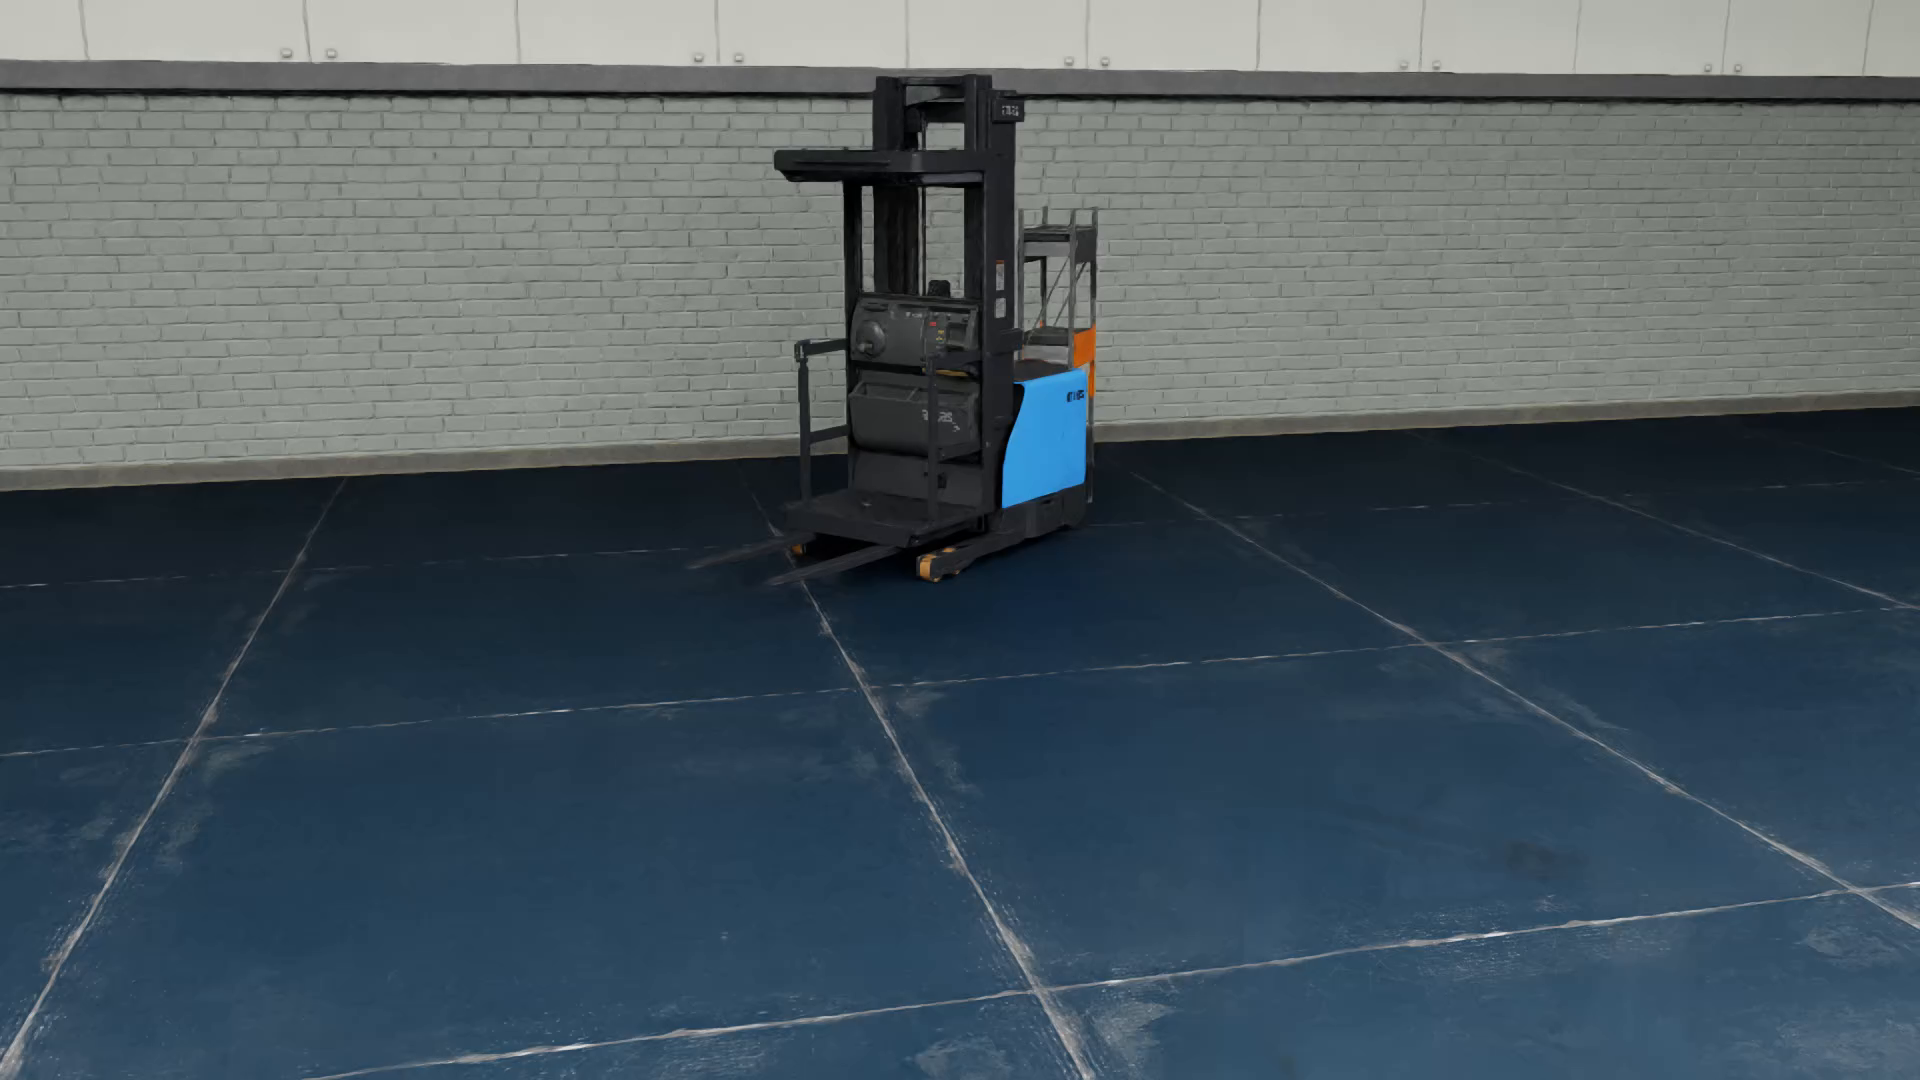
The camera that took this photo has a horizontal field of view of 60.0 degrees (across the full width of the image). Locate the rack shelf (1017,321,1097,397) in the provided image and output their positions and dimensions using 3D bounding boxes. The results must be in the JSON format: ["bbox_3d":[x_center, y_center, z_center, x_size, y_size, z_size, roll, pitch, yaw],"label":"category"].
[{"bbox_3d":[0.676,-1.237,11.622,0.431,0.518,0.480,5,15,21],"label":"rack shelf"}]

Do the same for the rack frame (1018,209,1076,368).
[{"bbox_3d":[0.586,-1.196,11.399,0.400,2.100,0.015,5,15,21],"label":"rack frame"}]

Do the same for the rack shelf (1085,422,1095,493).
[{"bbox_3d":[0.677,-0.558,11.790,0.431,0.518,0.480,5,15,21],"label":"rack shelf"}]

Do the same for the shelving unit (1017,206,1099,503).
[{"bbox_3d":[0.676,-1.251,11.619,0.431,2.100,0.503,5,15,21],"label":"shelving unit"}]

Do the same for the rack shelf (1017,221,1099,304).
[{"bbox_3d":[0.676,-1.917,11.454,0.431,0.518,0.480,5,15,21],"label":"rack shelf"}]

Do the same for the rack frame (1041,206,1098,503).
[{"bbox_3d":[0.767,-1.305,11.839,0.400,2.100,0.015,5,15,21],"label":"rack frame"}]

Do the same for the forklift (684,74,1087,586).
[{"bbox_3d":[-0.406,-1.302,10.080,1.130,2.935,3.031,10,17,34],"label":"forklift"}]
